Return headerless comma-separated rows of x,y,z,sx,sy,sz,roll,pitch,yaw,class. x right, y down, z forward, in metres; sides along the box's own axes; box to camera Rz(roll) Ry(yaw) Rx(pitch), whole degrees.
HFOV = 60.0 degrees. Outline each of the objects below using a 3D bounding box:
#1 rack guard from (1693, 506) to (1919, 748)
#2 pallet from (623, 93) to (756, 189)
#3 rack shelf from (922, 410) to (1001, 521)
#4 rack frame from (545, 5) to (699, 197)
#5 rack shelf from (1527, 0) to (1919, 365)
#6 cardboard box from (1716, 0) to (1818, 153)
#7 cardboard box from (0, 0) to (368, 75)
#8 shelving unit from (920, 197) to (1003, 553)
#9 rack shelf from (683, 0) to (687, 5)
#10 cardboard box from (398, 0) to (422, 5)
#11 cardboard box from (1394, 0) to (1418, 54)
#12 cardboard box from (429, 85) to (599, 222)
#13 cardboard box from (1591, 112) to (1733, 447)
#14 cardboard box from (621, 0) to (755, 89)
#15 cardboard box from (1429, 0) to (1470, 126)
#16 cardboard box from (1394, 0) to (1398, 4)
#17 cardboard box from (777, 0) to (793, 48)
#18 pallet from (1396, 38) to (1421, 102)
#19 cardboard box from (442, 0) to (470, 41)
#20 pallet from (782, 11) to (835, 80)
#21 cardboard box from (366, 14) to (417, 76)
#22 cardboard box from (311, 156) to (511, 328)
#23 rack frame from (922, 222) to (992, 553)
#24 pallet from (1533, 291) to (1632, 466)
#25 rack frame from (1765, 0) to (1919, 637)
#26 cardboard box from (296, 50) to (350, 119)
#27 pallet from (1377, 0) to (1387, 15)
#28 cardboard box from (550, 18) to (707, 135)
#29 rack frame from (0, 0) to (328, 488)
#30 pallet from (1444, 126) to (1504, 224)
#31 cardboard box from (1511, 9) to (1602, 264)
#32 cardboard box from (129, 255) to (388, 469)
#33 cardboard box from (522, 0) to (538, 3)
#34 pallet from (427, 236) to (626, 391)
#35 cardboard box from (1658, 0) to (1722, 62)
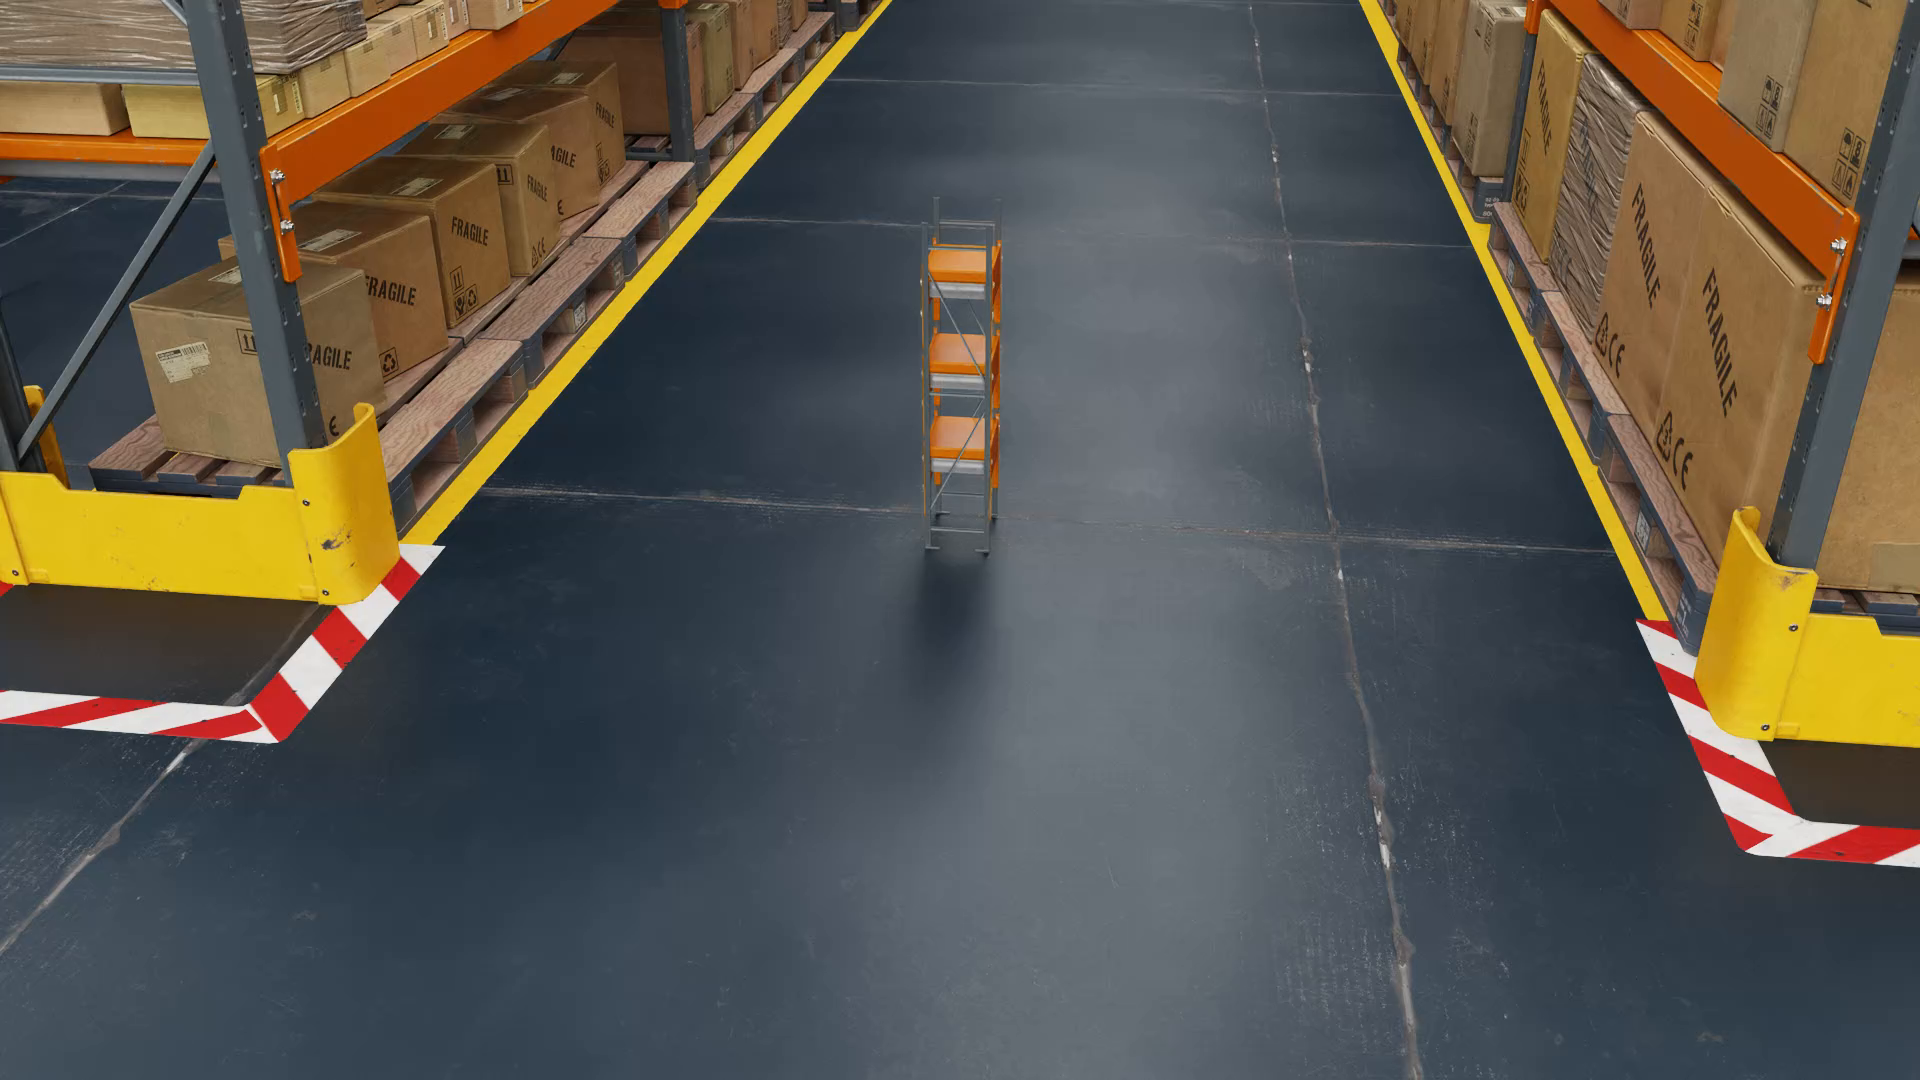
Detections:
2.574,0.243,4.271,1.175,0.500,0.348,3,28,6,rack guard
-1.750,-2.226,9.159,1.003,0.211,1.213,3,28,6,pallet
0.007,-0.233,5.185,0.215,0.259,0.240,3,28,6,rack shelf
-1.843,-3.087,7.817,1.000,3.000,0.127,3,28,6,rack frame
2.822,-1.493,5.617,1.077,0.370,4.000,3,28,6,rack shelf
2.623,-1.372,4.476,0.875,0.550,0.550,3,28,6,cardboard box
-2.239,-1.636,4.706,0.875,0.500,0.500,3,28,6,cardboard box
0.007,-0.487,5.048,0.215,1.050,0.252,3,28,6,shelving unit
-1.598,-3.712,9.735,1.077,0.370,4.000,3,28,6,rack shelf
-2.193,-2.112,5.588,0.875,0.500,0.500,3,28,6,cardboard box
3.393,-3.547,10.601,1.050,0.750,0.750,3,28,6,cardboard box
-1.995,-1.715,7.464,0.500,0.500,0.500,13,31,22,cardboard box
2.700,-0.855,5.472,0.875,0.875,0.875,3,28,5,cardboard box
-1.602,-2.955,9.744,0.700,0.500,0.500,1,28,2,cardboard box
3.176,-2.697,9.023,1.050,0.750,0.750,3,28,6,cardboard box
3.378,-4.043,11.785,0.500,0.500,0.500,3,28,6,cardboard box
-1.471,-3.485,10.727,0.700,0.500,0.500,1,28,2,cardboard box
3.385,-3.040,10.670,1.003,0.211,1.213,3,28,6,pallet
-1.915,-1.803,5.698,0.380,0.149,0.250,3,28,6,cardboard box
-1.451,-3.374,11.291,1.003,0.211,1.213,3,28,6,pallet
-1.957,-1.566,5.259,0.380,0.149,0.250,3,28,6,cardboard box
-2.106,-1.158,6.430,0.500,0.500,0.500,6,29,11,cardboard box
-0.008,-0.430,4.941,0.200,1.050,0.008,3,28,6,rack frame
2.749,-0.594,6.131,1.003,0.211,1.213,3,28,6,pallet
2.577,-0.868,3.699,1.000,3.000,0.127,3,28,6,rack frame
-2.012,-1.330,4.822,0.380,0.149,0.250,3,28,6,cardboard box
3.806,-4.347,13.096,1.003,0.211,1.213,3,28,6,pallet
-1.747,-2.468,8.840,0.700,0.500,0.500,1,28,2,cardboard box
-2.334,-1.204,4.322,1.000,3.000,0.127,3,28,6,rack frame
3.087,-1.891,8.538,1.003,0.211,1.213,3,28,6,pallet
2.920,-1.709,7.056,0.875,0.875,0.875,4,29,7,cardboard box
-2.240,-0.582,5.360,0.500,0.500,0.500,9,30,16,cardboard box
-1.776,-2.153,6.348,0.380,0.149,0.250,3,28,6,cardboard box
-2.038,-0.965,6.819,1.003,0.211,1.213,3,28,6,pallet
2.840,-1.880,5.419,0.875,0.550,0.500,3,28,6,cardboard box
